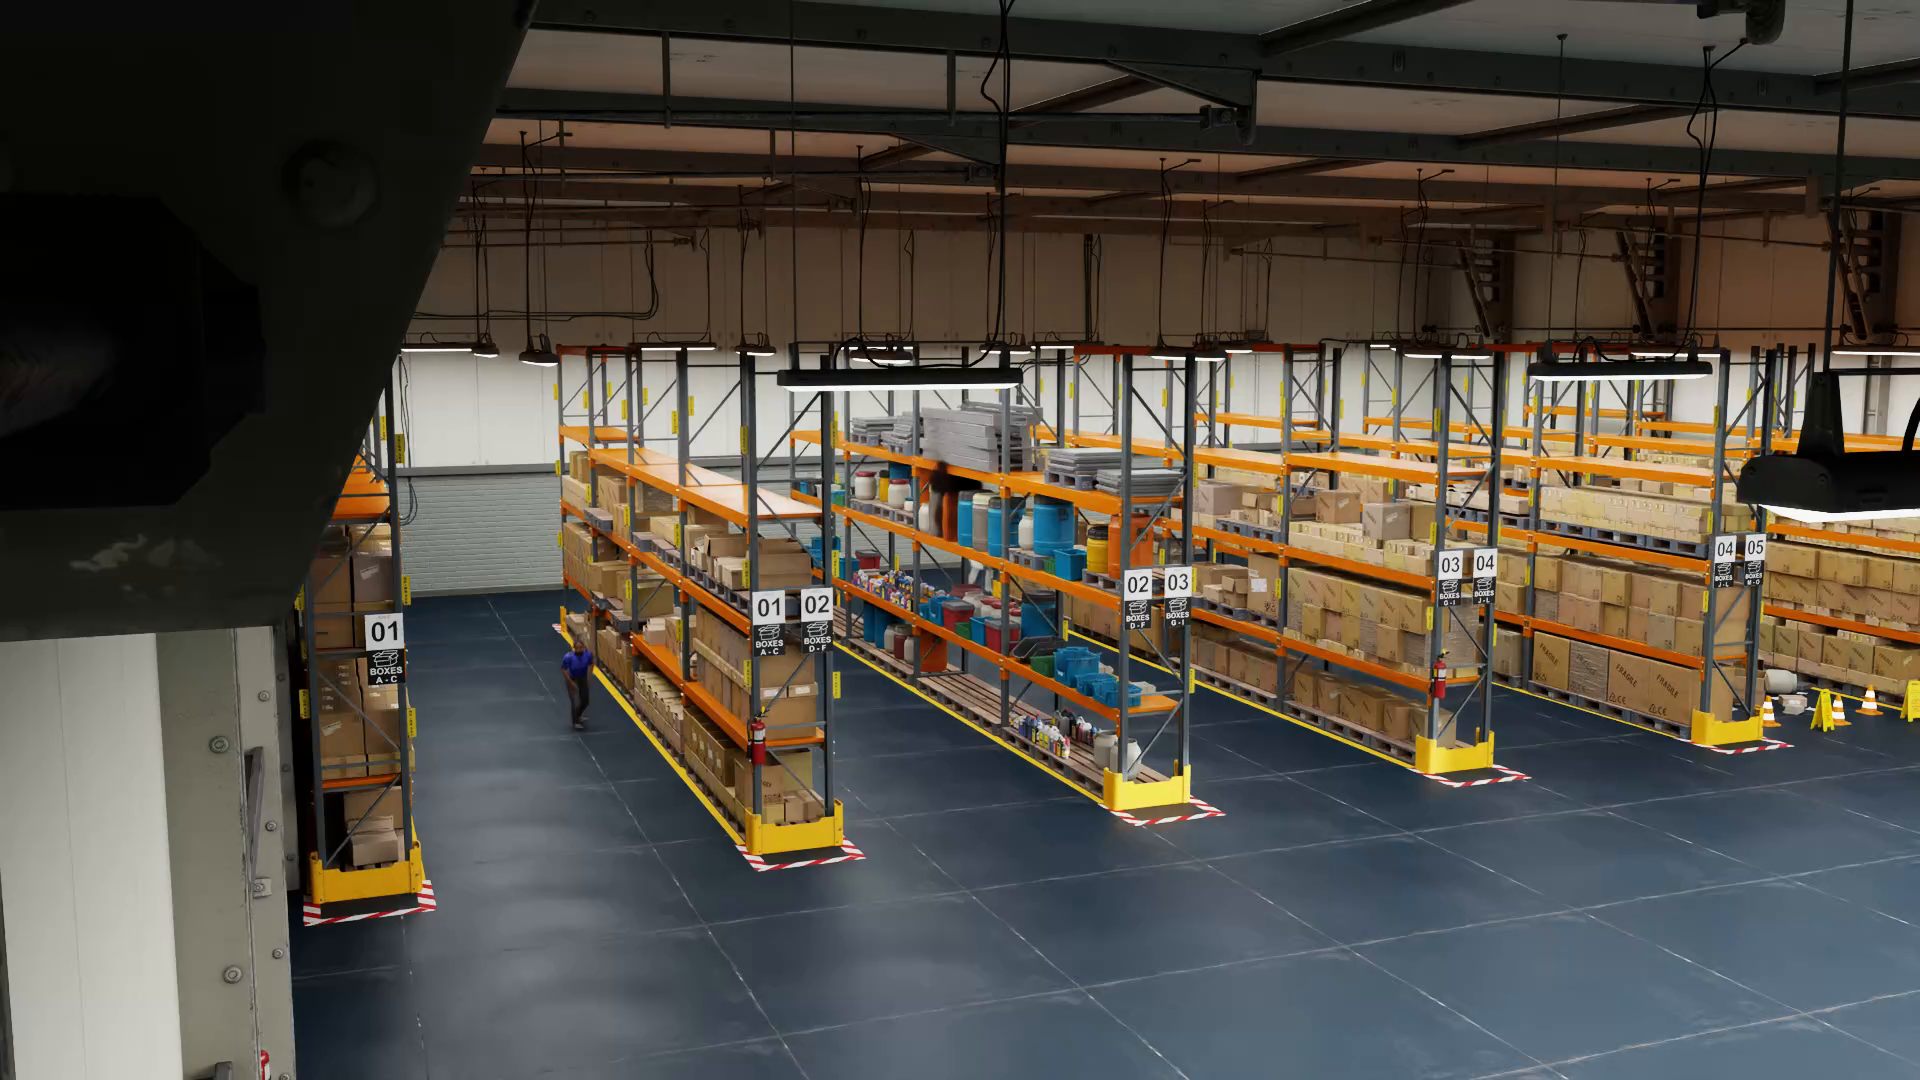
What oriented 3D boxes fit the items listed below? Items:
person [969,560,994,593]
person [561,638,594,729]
[{"bbox_3d":[0.490,0.425,39.335,0.916,1.740,0.676,-1,7,-7],"label":"person"},{"bbox_3d":[-6.063,2.252,26.359,0.604,1.494,0.826,-6,9,-40],"label":"person"}]
